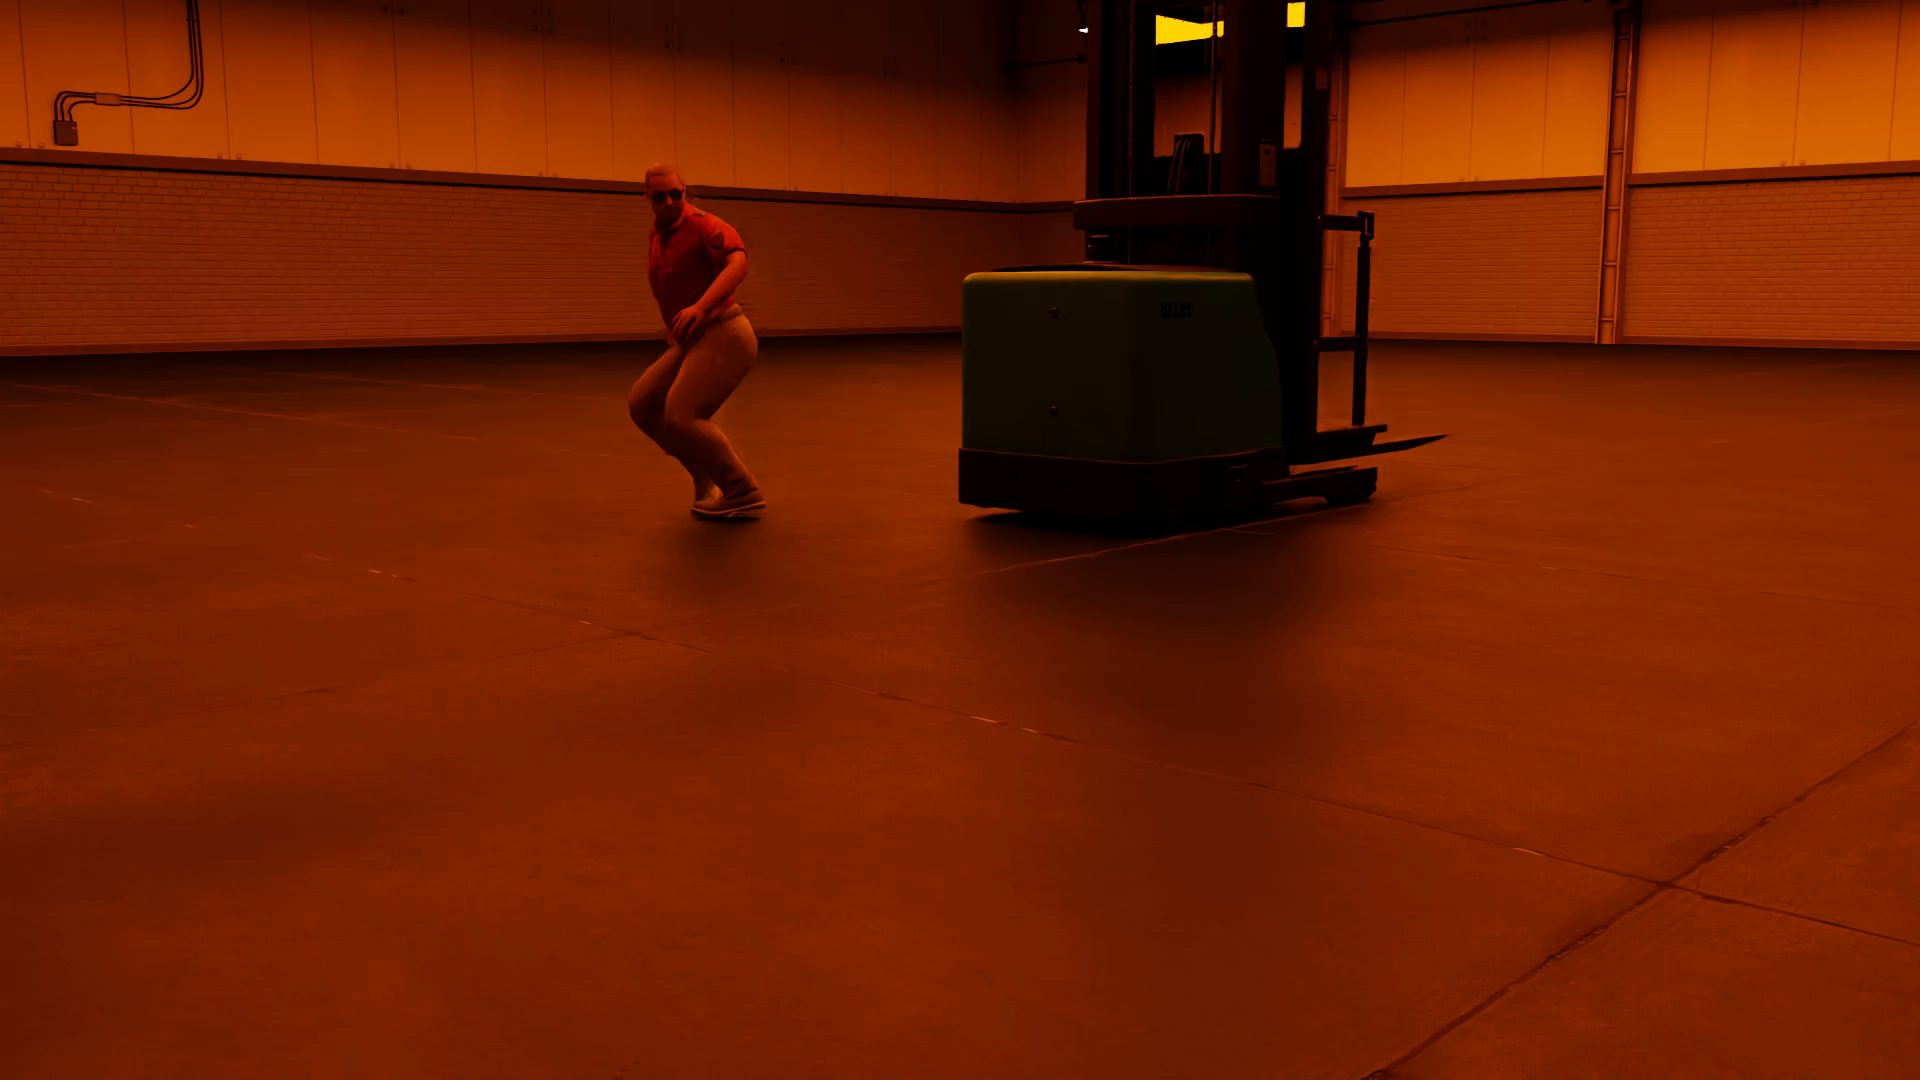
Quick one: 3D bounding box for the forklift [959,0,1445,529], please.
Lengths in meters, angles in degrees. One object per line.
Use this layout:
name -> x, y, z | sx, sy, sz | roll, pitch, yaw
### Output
forklift -> 1.356, -1.660, 7.900 | 1.130, 2.935, 3.031 | 8, 11, 42

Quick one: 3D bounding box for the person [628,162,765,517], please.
person -> -1.215, -0.855, 7.479 | 0.503, 1.628, 1.003 | -5, 10, -30
